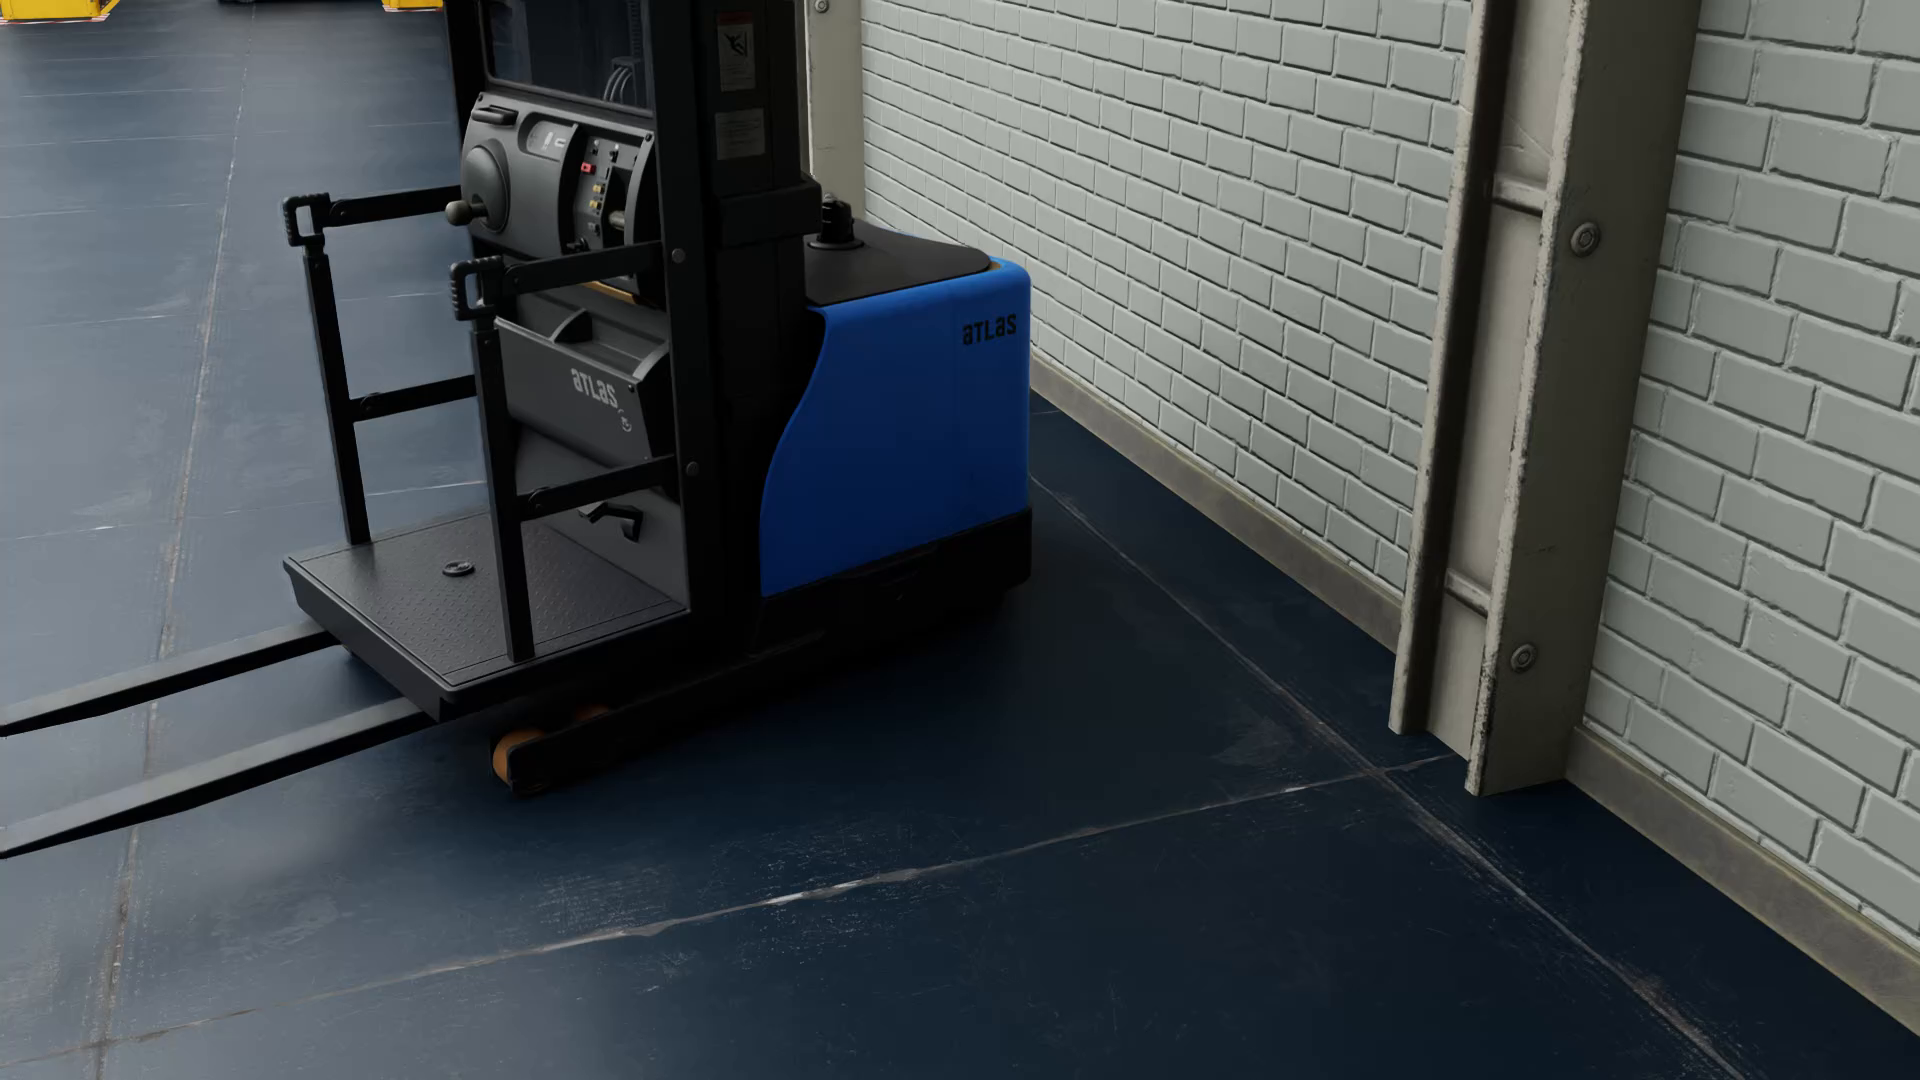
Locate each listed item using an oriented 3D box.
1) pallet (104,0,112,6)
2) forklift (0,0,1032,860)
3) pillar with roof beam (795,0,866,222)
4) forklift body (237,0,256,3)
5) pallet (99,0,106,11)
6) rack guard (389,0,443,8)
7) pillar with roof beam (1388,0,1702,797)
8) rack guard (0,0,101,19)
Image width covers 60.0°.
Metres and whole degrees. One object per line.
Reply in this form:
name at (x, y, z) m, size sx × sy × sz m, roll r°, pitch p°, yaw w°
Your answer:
pallet at (-13.045, -7.971, 24.390) m, size 1.003 × 0.211 × 1.213 m, roll -8°, pitch 24°, yaw -19°
forklift at (-1.215, -0.937, 4.200) m, size 3.031 × 2.935 × 1.130 m, roll -19°, pitch 29°, yaw -37°
pillar with roof beam at (-4.766, -5.178, 6.450) m, size 9.100 × 9.000 × 0.400 m, roll -8°, pitch 24°, yaw -19°
forklift body at (-10.071, -9.216, 24.846) m, size 2.313 × 2.155 × 1.214 m, roll -8°, pitch 24°, yaw -19°
pallet at (-12.617, -7.528, 23.340) m, size 1.003 × 0.211 × 1.213 m, roll -8°, pitch 24°, yaw -19°
rack guard at (-7.686, -8.008, 24.105) m, size 1.175 × 0.500 × 0.348 m, roll -8°, pitch 24°, yaw -19°
pillar with roof beam at (-2.646, -2.998, 1.277) m, size 9.100 × 9.000 × 0.400 m, roll -8°, pitch 24°, yaw -19°
rack guard at (-12.364, -7.361, 22.572) m, size 1.175 × 0.500 × 0.348 m, roll -8°, pitch 24°, yaw -19°
